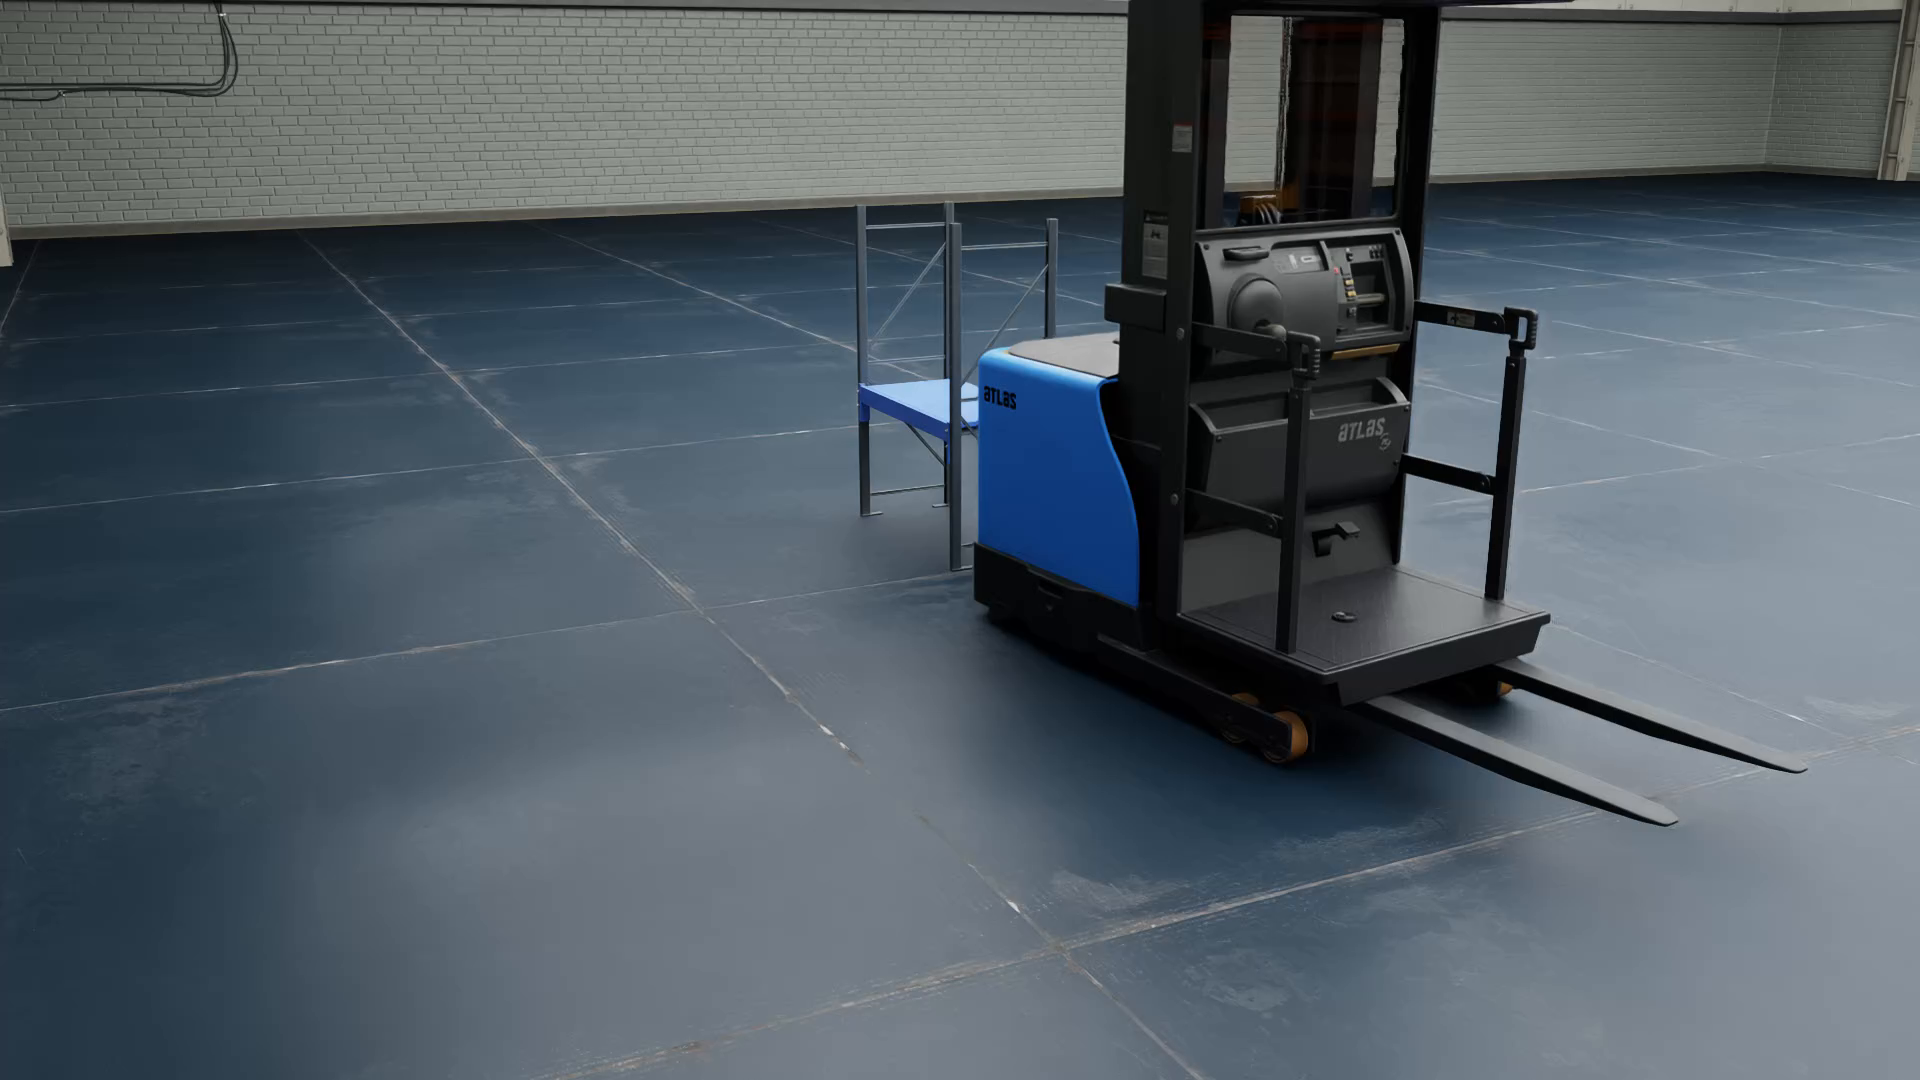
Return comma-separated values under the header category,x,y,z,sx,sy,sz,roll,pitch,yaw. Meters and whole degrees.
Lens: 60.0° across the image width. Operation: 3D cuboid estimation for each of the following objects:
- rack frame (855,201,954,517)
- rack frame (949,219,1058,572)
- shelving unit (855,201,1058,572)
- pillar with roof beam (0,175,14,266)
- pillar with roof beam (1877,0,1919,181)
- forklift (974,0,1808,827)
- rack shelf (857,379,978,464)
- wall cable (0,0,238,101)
category,x,y,z,sx,sy,sz,roll,pitch,yaw
rack frame,-0.260,-0.868,8.057,0.500,1.500,0.032,-8,18,-25
rack frame,0.185,-0.616,7.178,0.500,1.500,0.032,-8,18,-25
shelving unit,-0.037,-0.742,7.618,0.538,1.500,1.048,-8,18,-25
pillar with roof beam,-6.743,-7.880,18.897,9.100,9.000,0.400,-8,18,-25
pillar with roof beam,13.834,-10.646,28.536,9.100,9.000,0.400,-8,18,-25
forklift,1.287,-0.848,5.393,1.130,2.935,3.031,-10,19,-32
rack shelf,-0.037,-0.569,7.667,0.538,0.185,1.000,-8,18,-25
wall cable,-10.715,-6.758,20.615,3.097,2.526,0.112,-8,18,-25
